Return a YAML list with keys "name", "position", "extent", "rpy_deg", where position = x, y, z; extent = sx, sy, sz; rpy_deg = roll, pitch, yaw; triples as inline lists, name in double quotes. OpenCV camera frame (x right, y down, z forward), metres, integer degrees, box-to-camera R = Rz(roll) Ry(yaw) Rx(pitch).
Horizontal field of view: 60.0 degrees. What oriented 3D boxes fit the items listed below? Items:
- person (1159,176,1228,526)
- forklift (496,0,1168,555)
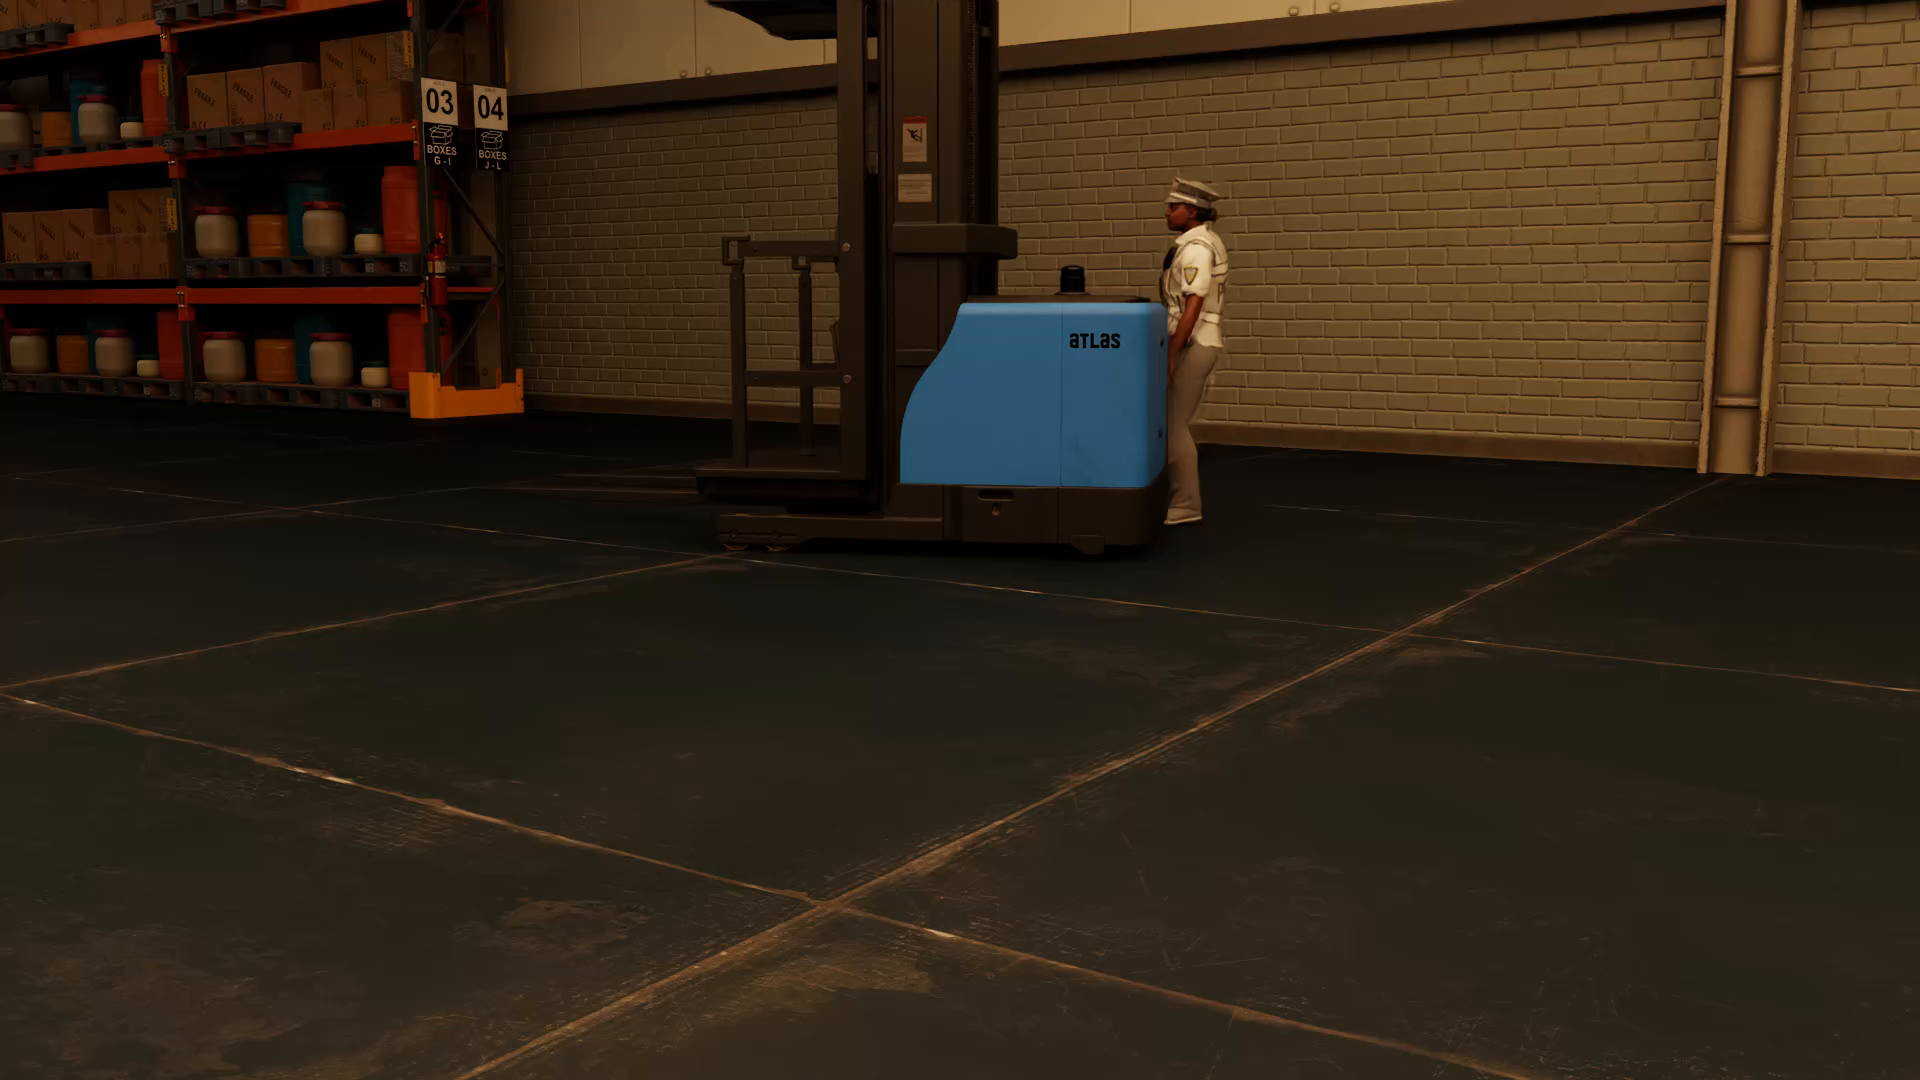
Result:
- name: "person"
  position: [0.993, -0.907, 8.069]
  extent: [0.587, 1.680, 0.616]
  rpy_deg: [2, 8, 11]
- name: "forklift"
  position: [-0.596, -1.469, 7.520]
  extent: [3.031, 2.935, 1.130]
  rpy_deg: [2, 8, 12]
